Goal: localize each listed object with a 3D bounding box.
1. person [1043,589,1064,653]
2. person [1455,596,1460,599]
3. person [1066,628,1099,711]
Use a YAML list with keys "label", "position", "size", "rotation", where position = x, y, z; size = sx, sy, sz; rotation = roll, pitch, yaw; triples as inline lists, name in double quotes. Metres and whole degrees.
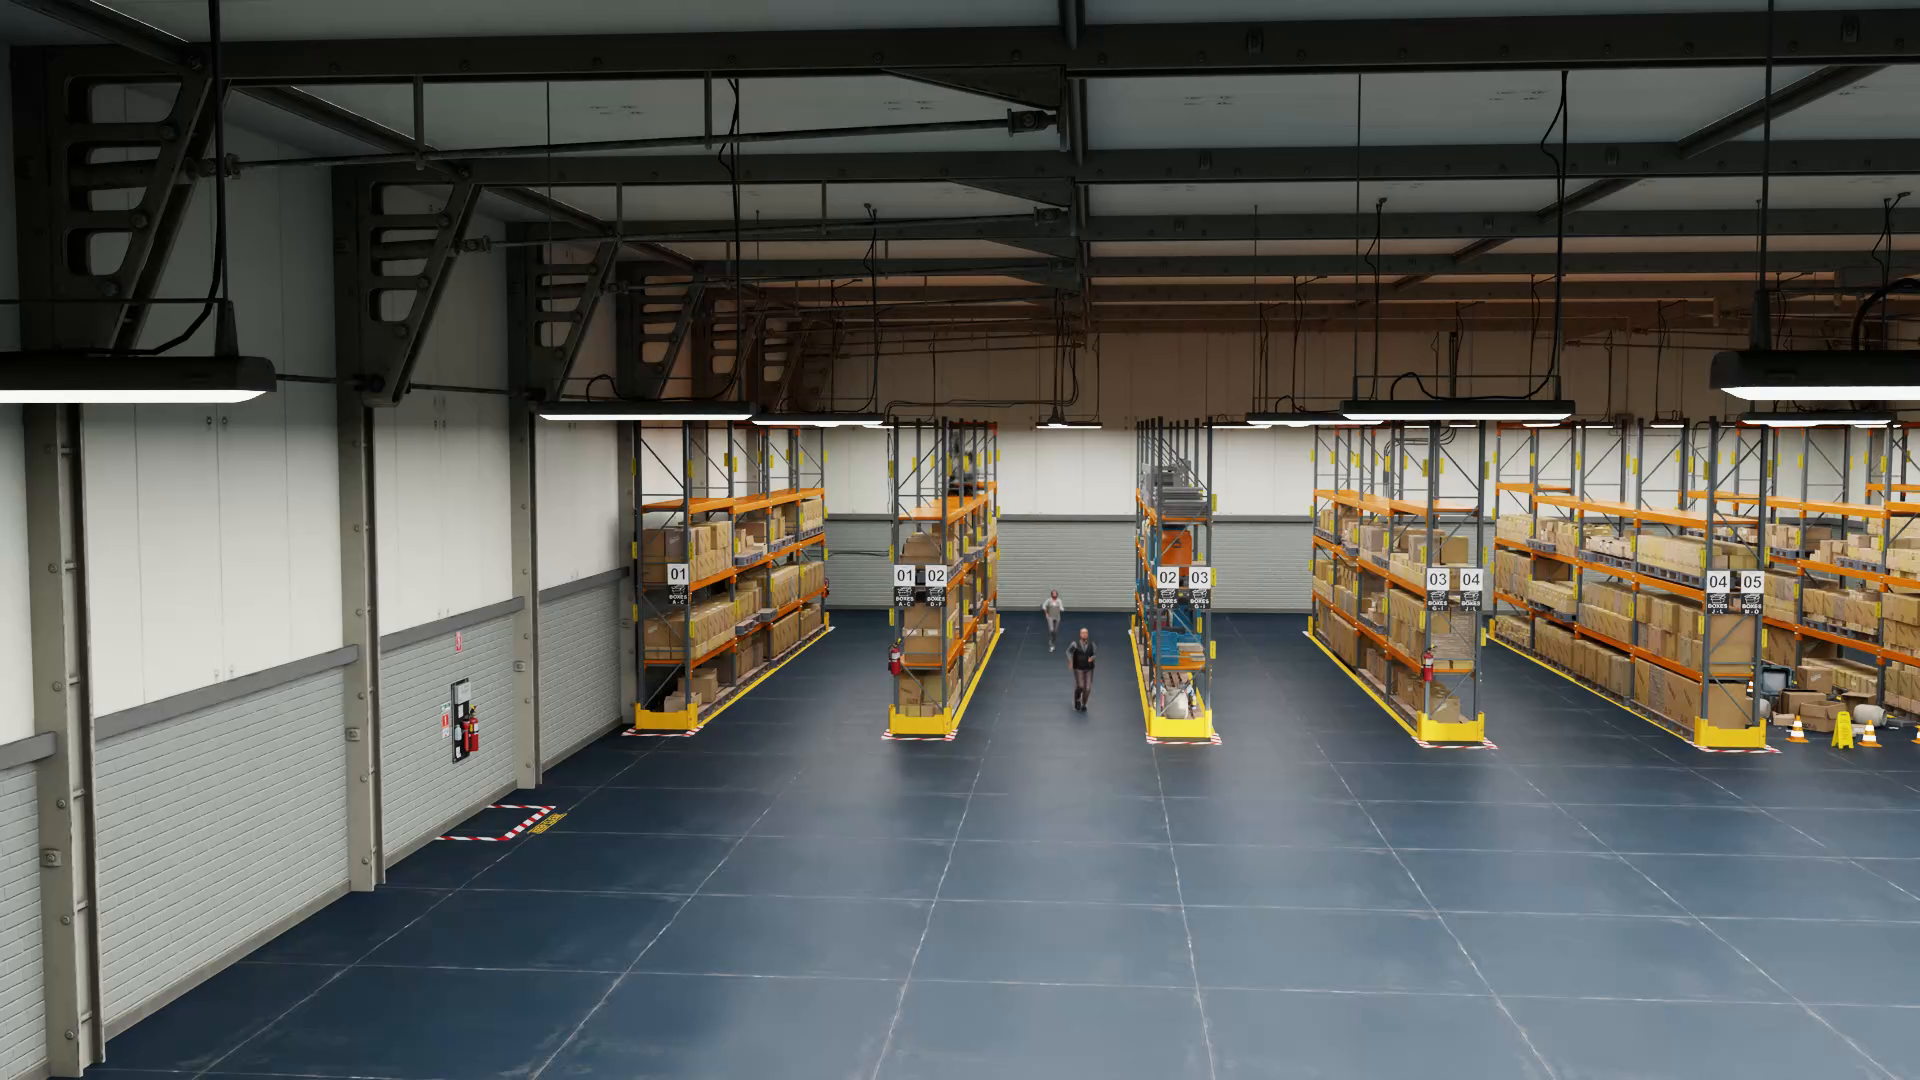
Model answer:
- label: "person"
  position: [2.442, 2.100, 43.293]
  size: [0.521, 1.647, 0.733]
  rotation: [0, 4, -8]
- label: "person"
  position: [13.375, 1.982, 44.077]
  size: [0.648, 1.729, 0.580]
  rotation: [0, 4, 2]
- label: "person"
  position: [2.517, 2.649, 33.886]
  size: [0.636, 1.684, 0.653]
  rotation: [-1, 4, -9]
